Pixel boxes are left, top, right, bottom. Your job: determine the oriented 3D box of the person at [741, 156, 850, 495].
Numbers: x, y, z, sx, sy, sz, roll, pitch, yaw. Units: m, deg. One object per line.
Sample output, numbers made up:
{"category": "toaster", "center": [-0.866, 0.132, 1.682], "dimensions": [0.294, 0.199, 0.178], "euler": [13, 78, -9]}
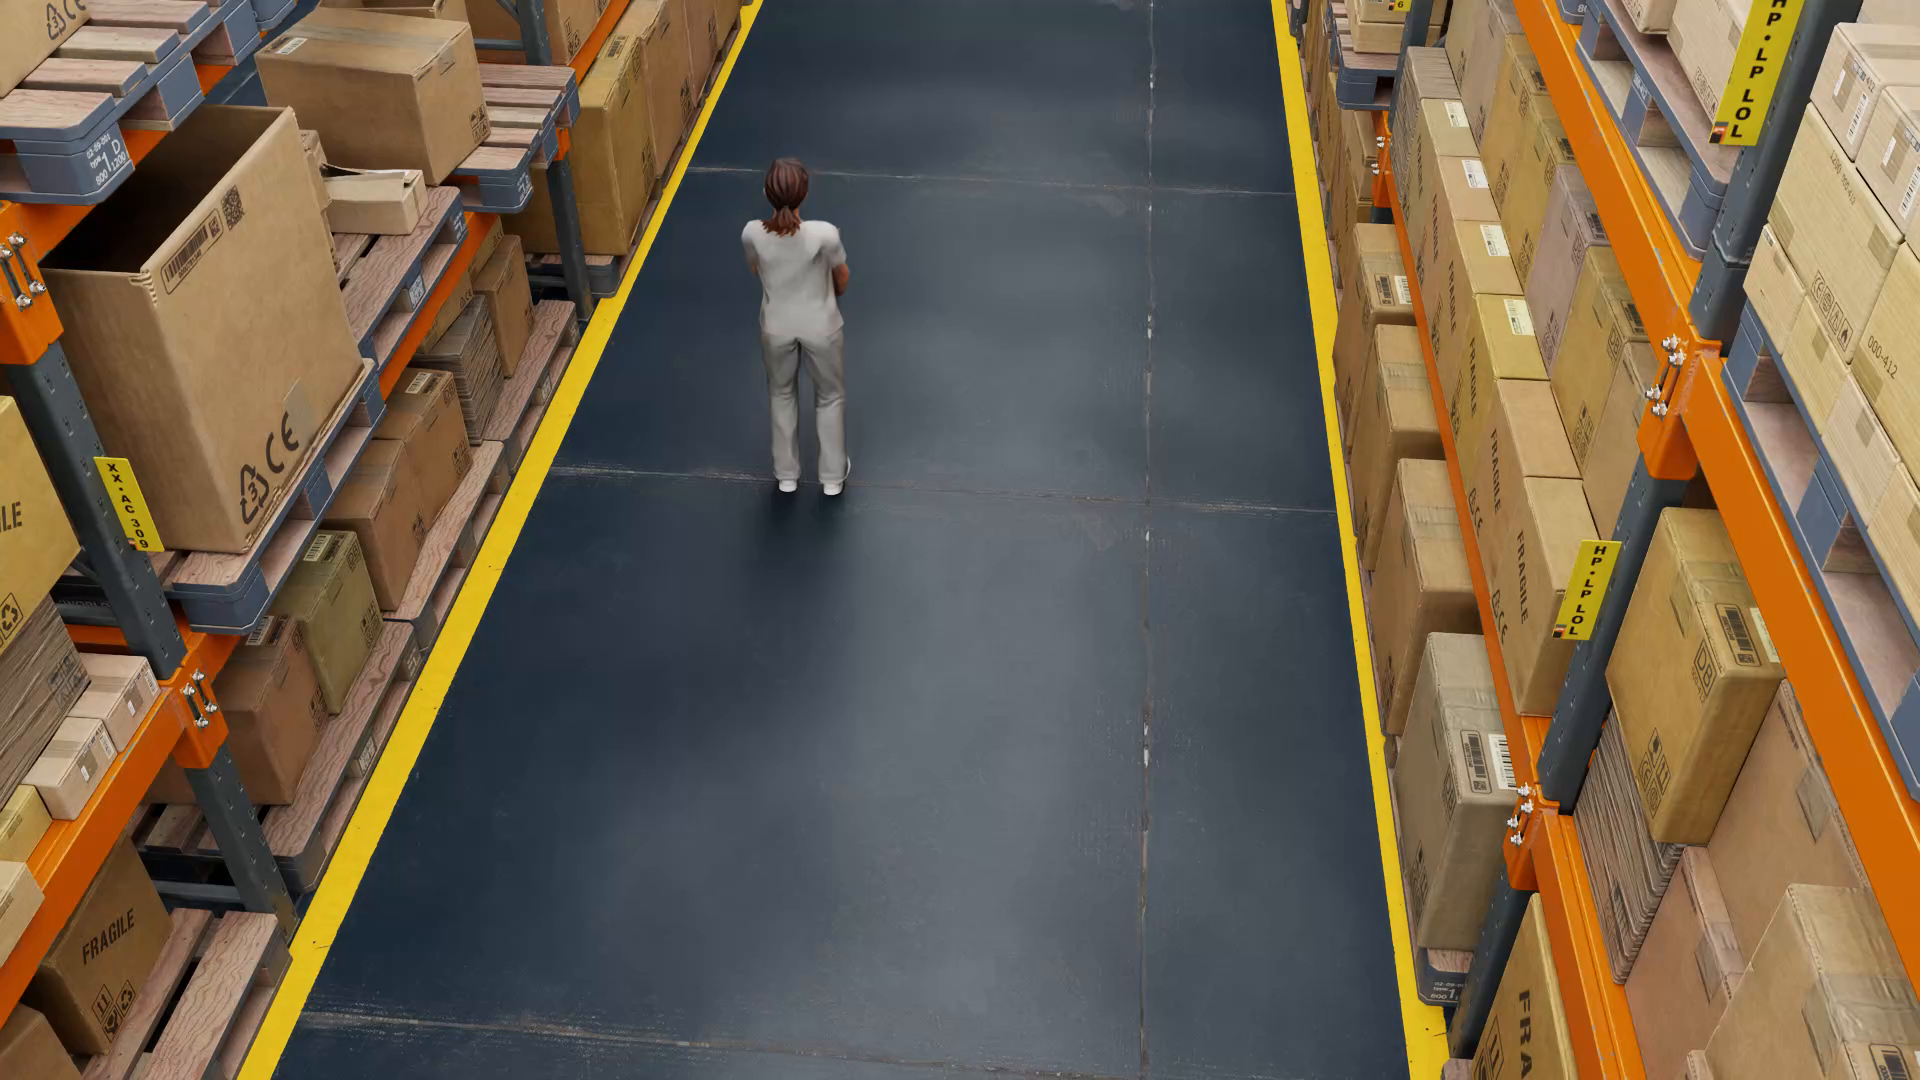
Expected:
{"category": "person", "center": [-0.690, -0.962, 7.304], "dimensions": [0.435, 1.668, 0.538], "euler": [3, 40, 4]}
